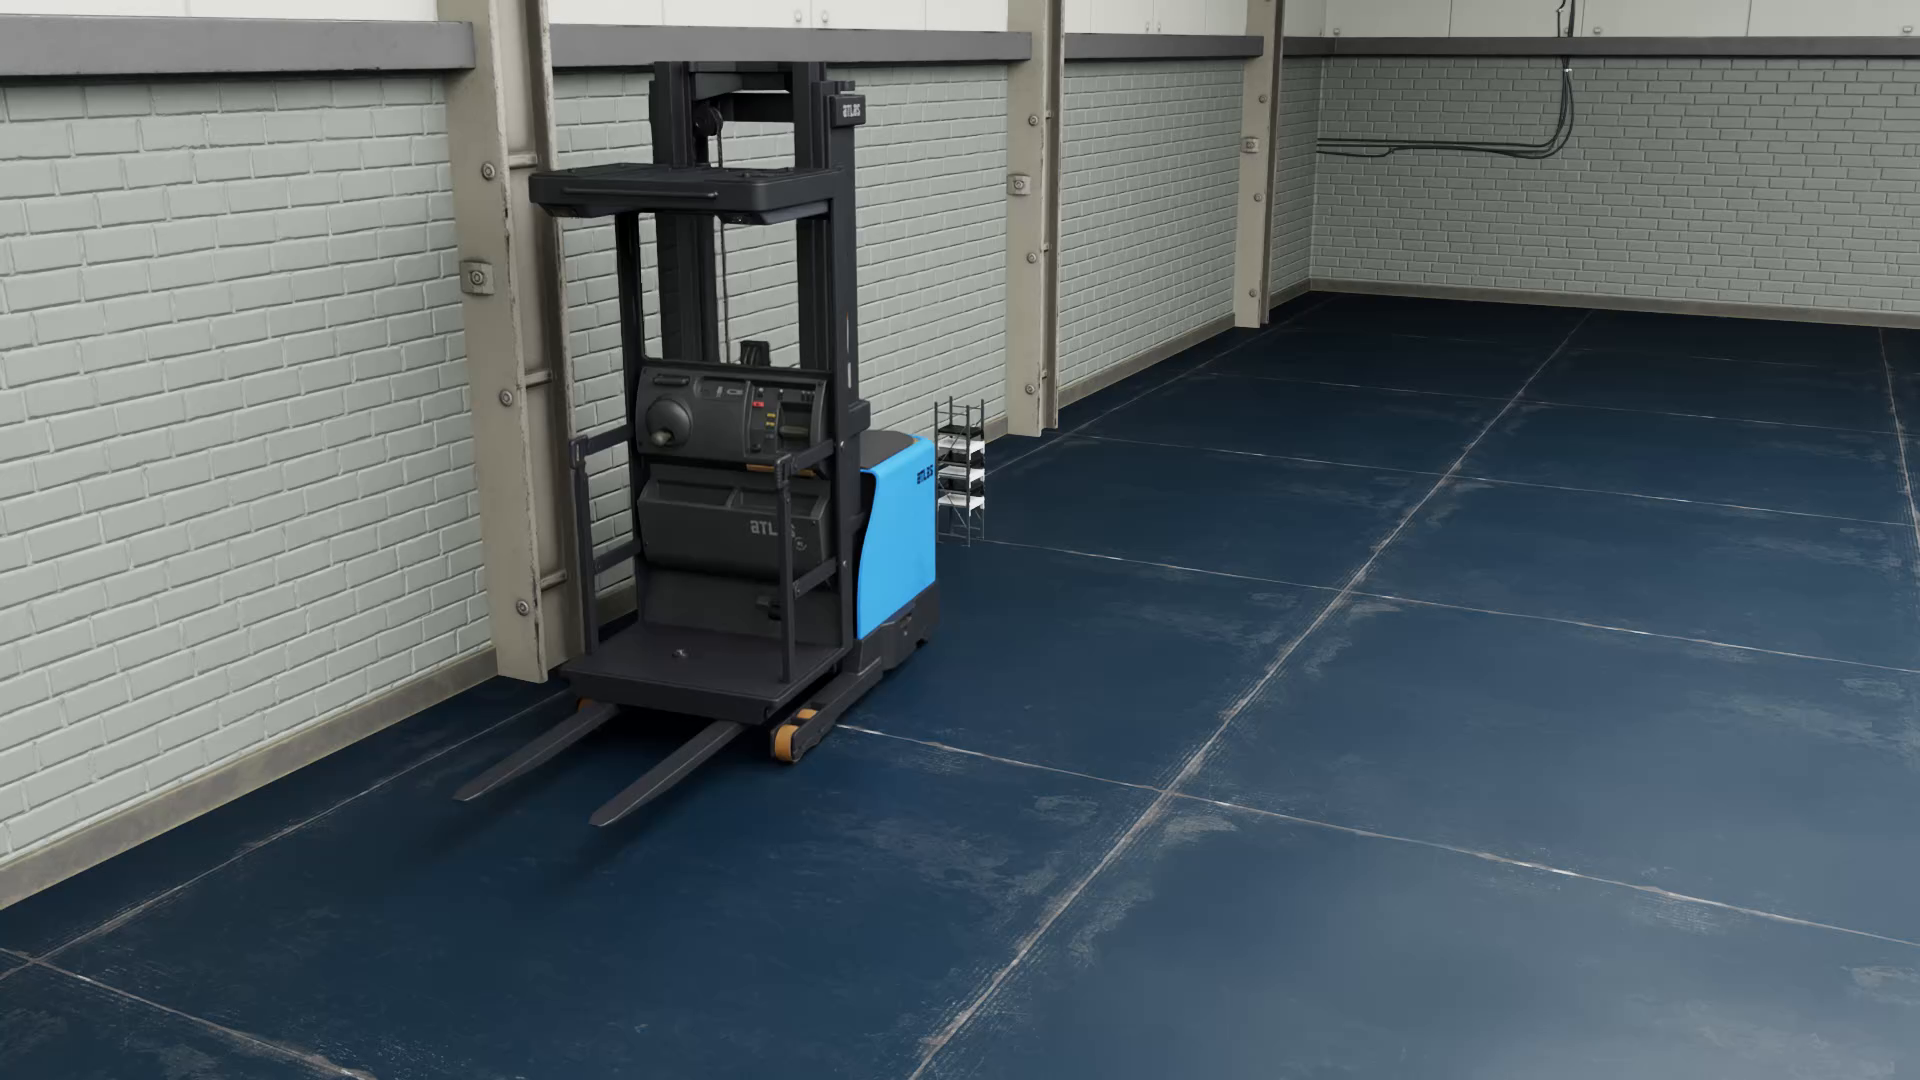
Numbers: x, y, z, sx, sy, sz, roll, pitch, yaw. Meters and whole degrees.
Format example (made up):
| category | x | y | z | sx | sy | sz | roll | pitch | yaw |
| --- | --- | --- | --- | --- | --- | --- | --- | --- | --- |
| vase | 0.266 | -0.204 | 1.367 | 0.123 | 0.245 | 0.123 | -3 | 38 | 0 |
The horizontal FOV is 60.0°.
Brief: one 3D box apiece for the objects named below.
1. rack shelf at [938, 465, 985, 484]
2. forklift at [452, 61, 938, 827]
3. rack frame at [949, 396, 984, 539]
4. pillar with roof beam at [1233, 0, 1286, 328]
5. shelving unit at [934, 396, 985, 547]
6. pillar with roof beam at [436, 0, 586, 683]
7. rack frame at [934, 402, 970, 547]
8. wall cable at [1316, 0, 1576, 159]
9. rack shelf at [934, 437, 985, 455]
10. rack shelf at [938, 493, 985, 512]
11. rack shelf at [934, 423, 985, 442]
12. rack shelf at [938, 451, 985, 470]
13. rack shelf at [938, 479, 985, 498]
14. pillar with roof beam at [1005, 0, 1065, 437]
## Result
| category | x | y | z | sx | sy | sz | roll | pitch | yaw |
| --- | --- | --- | --- | --- | --- | --- | --- | --- | --- |
| rack shelf | -0.004 | -0.397 | 10.399 | 0.258 | 0.077 | 0.200 | 8 | 18 | 25 |
| forklift | -1.108 | -0.566 | 7.283 | 1.130 | 2.935 | 3.031 | 6 | 18 | 20 |
| rack frame | 0.042 | -0.455 | 10.476 | 0.240 | 0.900 | 0.006 | 8 | 18 | 25 |
| pillar with roof beam | 7.111 | -6.189 | 15.555 | 9.100 | 9.000 | 0.400 | 8 | 18 | 25 |
| shelving unit | -0.004 | -0.429 | 10.389 | 0.258 | 0.900 | 0.210 | 8 | 18 | 25 |
| pillar with roof beam | 1.748 | -3.132 | 5.264 | 9.100 | 9.000 | 0.400 | 8 | 18 | 25 |
| rack frame | -0.049 | -0.403 | 10.302 | 0.240 | 0.900 | 0.006 | 8 | 18 | 25 |
| wall cable | 5.759 | -5.830 | 19.801 | 3.097 | 2.526 | 0.112 | 8 | 18 | 25 |
| rack shelf | -0.004 | -0.570 | 10.348 | 0.258 | 0.077 | 0.200 | 8 | 18 | 25 |
| rack shelf | -0.004 | -0.225 | 10.450 | 0.258 | 0.077 | 0.200 | 8 | 18 | 25 |
| rack shelf | -0.004 | -0.656 | 10.322 | 0.258 | 0.077 | 0.200 | 8 | 18 | 25 |
| rack shelf | -0.004 | -0.484 | 10.373 | 0.258 | 0.077 | 0.200 | 8 | 18 | 25 |
| rack shelf | -0.004 | -0.311 | 10.424 | 0.258 | 0.077 | 0.200 | 8 | 18 | 25 |
| pillar with roof beam | 4.429 | -4.660 | 10.410 | 9.100 | 9.000 | 0.400 | 8 | 18 | 25 |
